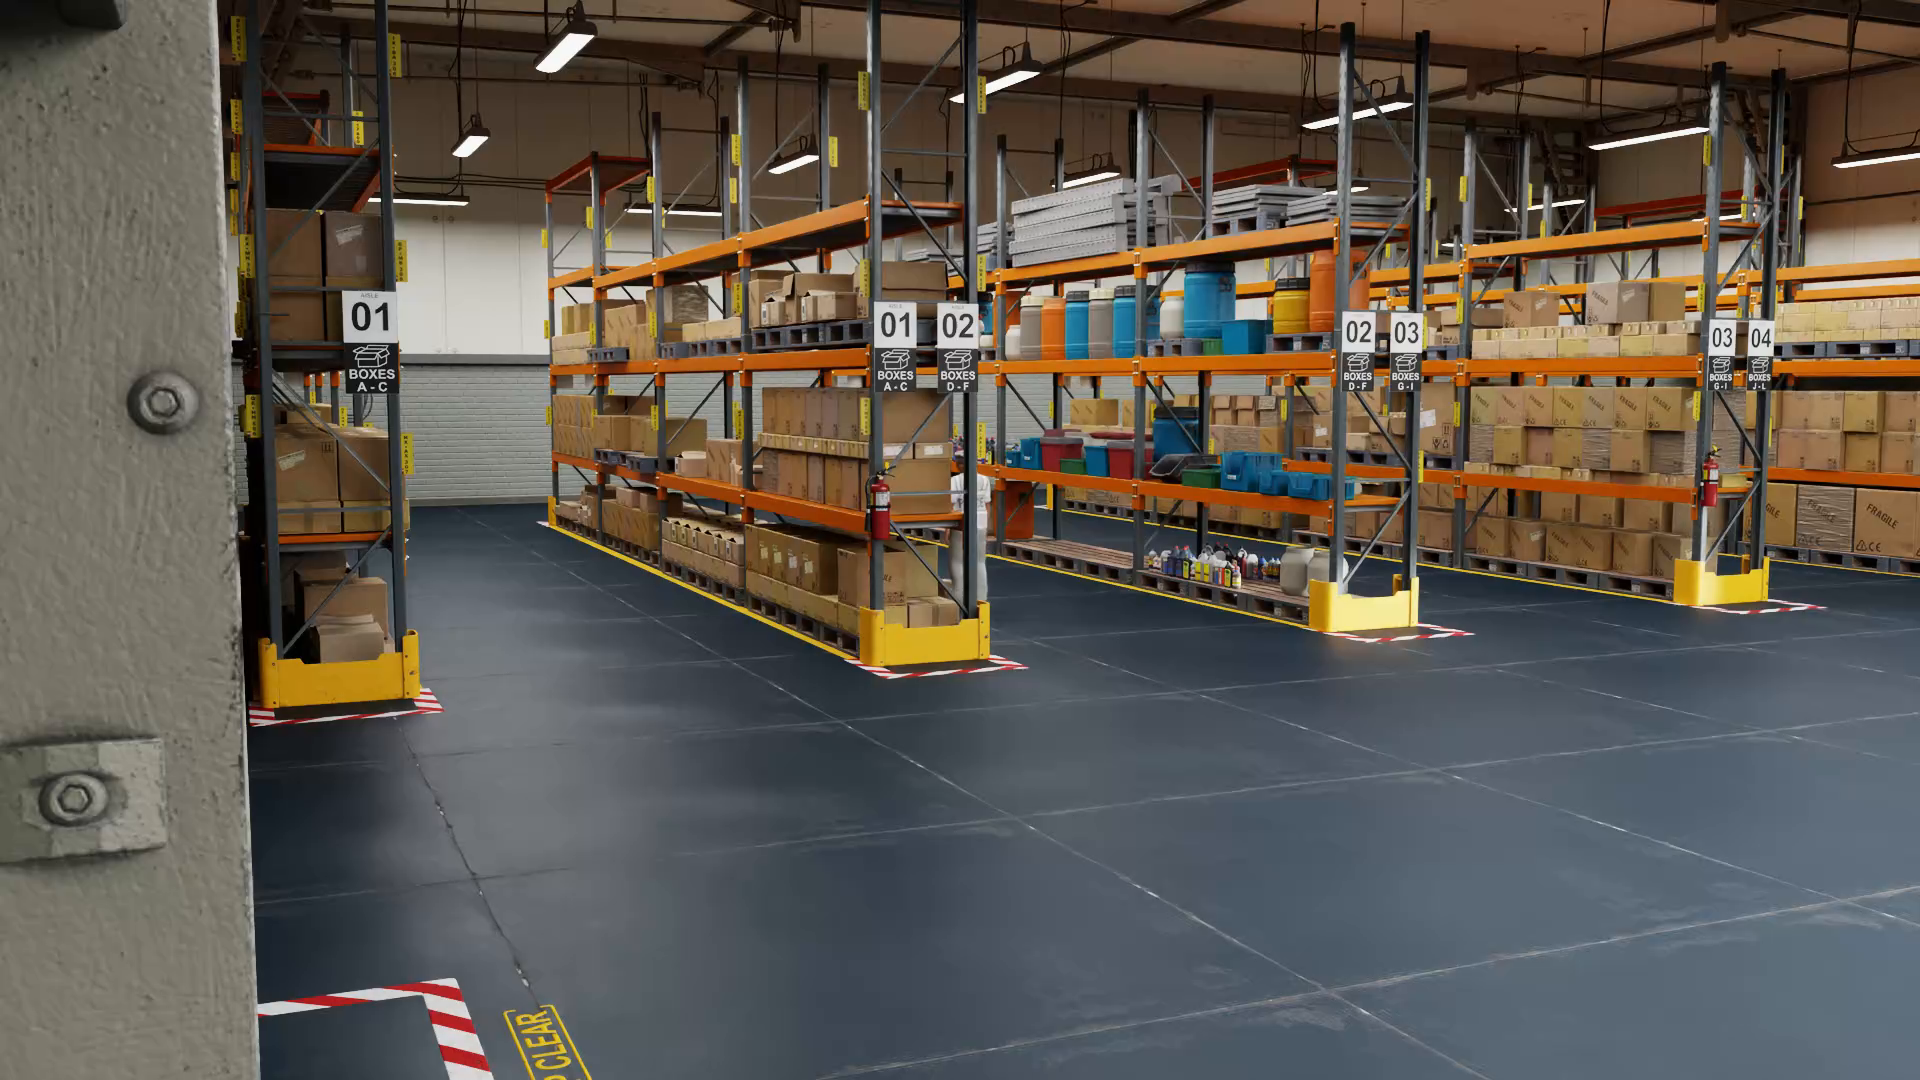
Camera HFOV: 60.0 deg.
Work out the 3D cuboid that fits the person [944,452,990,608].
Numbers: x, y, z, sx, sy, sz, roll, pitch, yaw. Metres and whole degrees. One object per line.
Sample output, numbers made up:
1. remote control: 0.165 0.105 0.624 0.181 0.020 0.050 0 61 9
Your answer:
1. person: 0.067 -0.108 18.480 0.531 1.738 0.391 -2 6 -23
